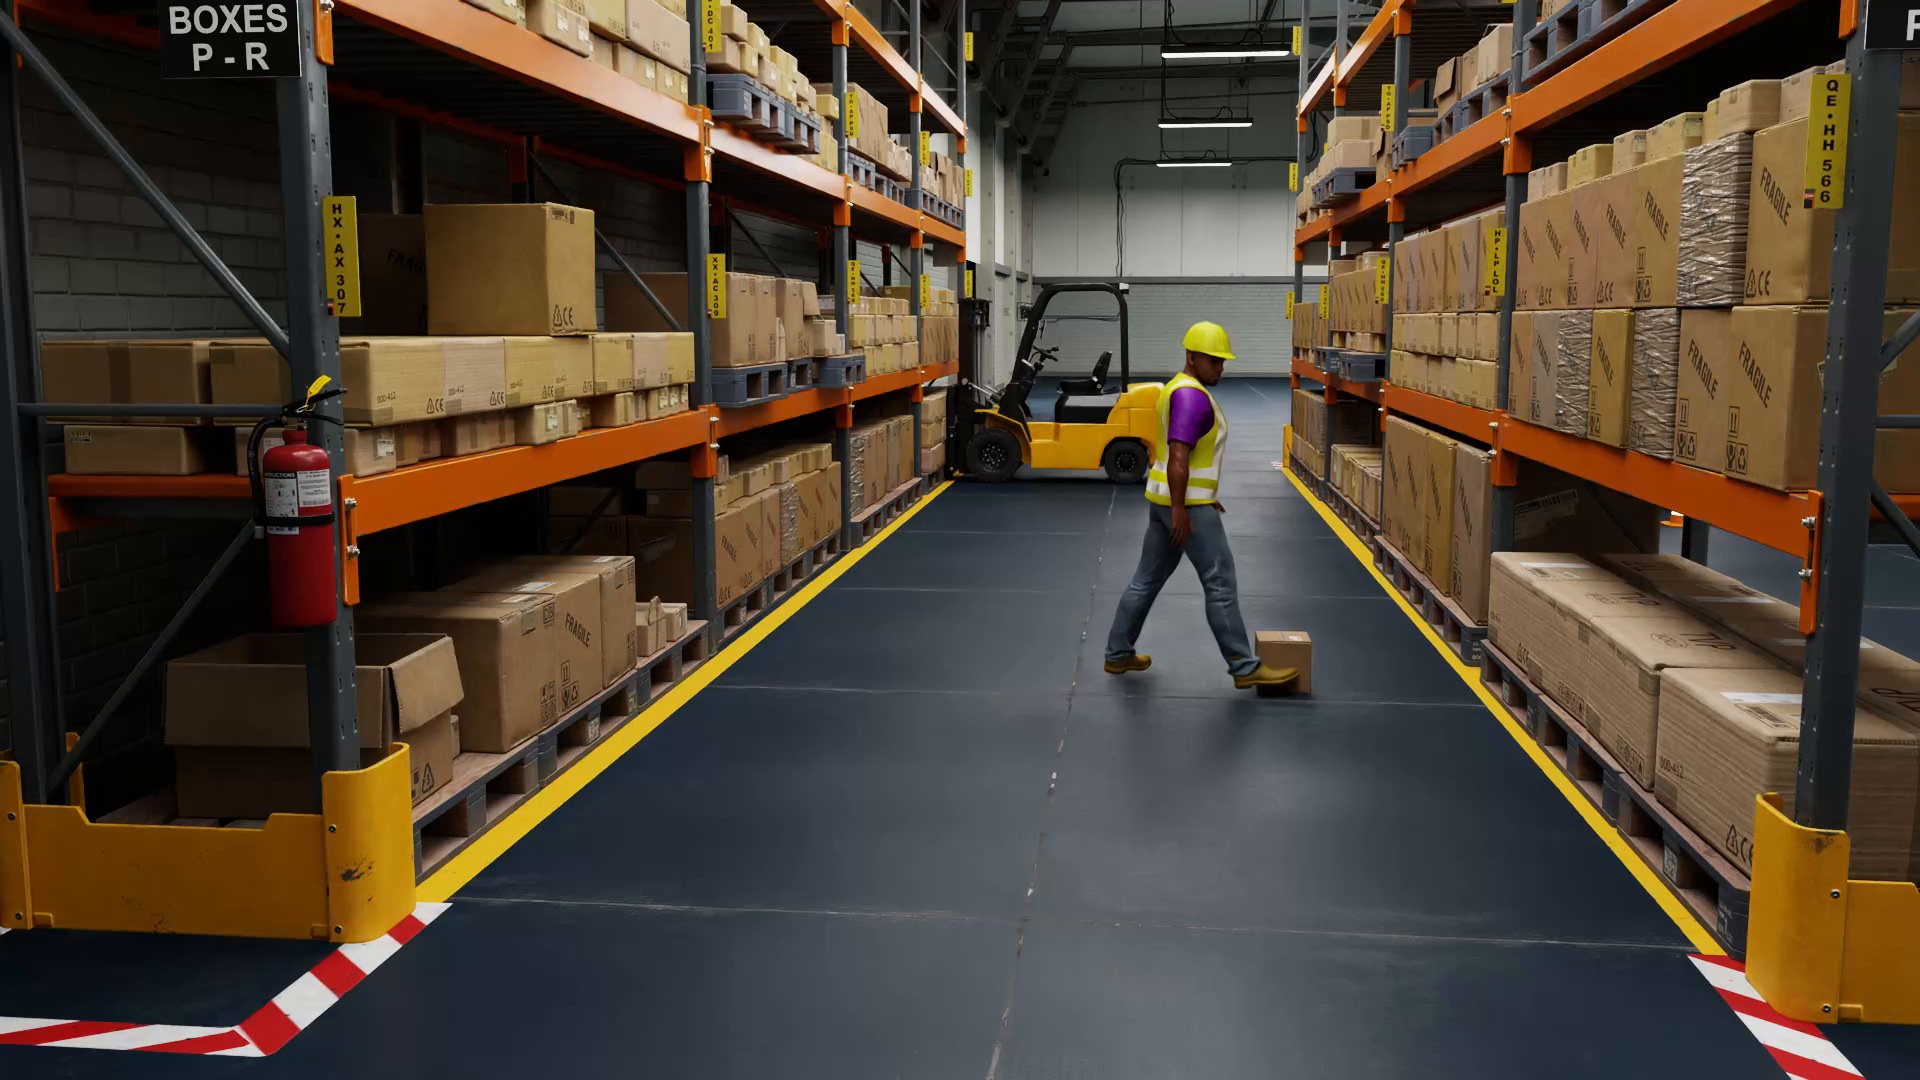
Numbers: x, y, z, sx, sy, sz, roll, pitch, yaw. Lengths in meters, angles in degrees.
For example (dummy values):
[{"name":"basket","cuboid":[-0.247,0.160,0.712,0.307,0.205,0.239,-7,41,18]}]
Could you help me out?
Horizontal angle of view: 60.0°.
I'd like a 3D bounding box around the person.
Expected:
[{"name":"person","cuboid":[1.150,-0.178,7.992,0.844,1.731,0.675,-1,8,-8]}]
